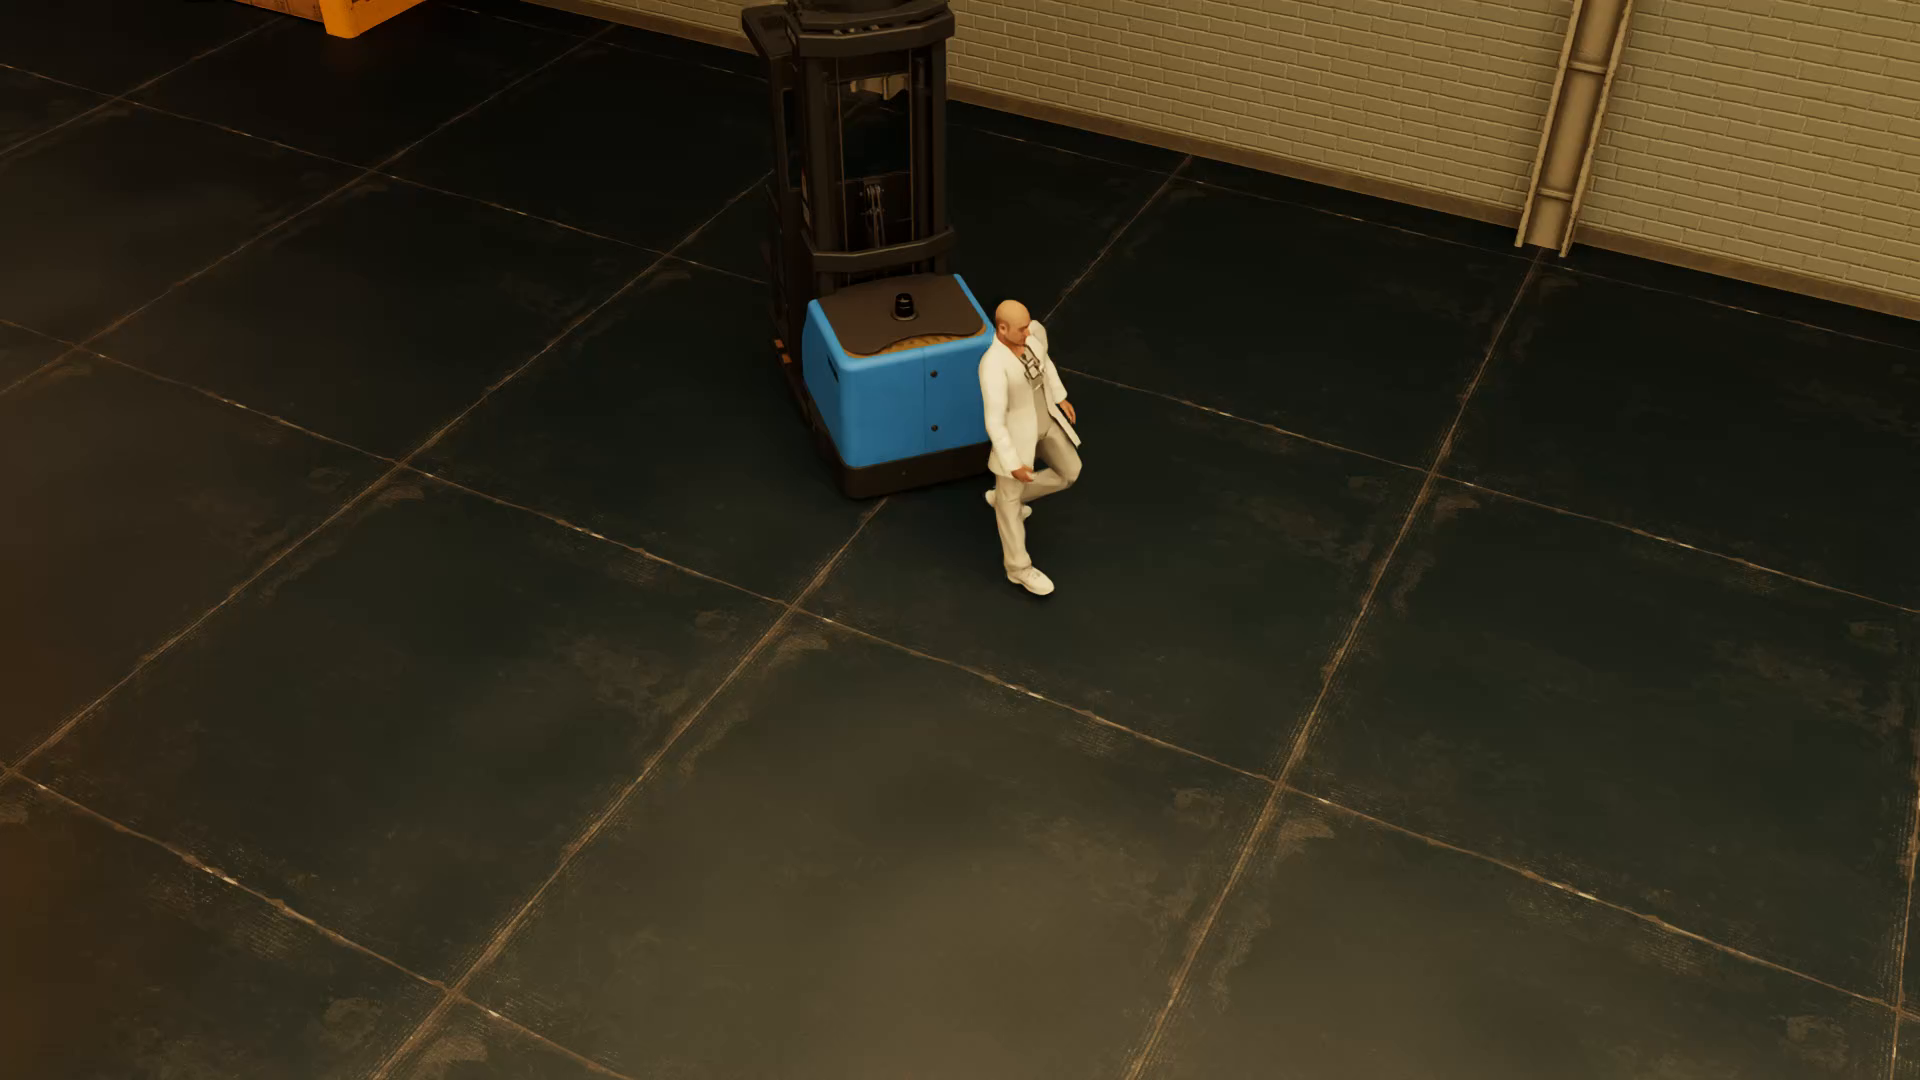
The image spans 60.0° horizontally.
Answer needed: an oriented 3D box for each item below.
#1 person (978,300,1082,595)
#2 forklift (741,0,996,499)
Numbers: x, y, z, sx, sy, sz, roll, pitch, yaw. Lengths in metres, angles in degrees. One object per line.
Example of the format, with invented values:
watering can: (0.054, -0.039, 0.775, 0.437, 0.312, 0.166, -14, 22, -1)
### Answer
person: (0.469, -0.587, 9.659, 0.769, 1.668, 0.756, 30, 48, 31)
forklift: (-0.703, -2.338, 10.762, 1.130, 2.935, 3.031, -13, 42, -14)
